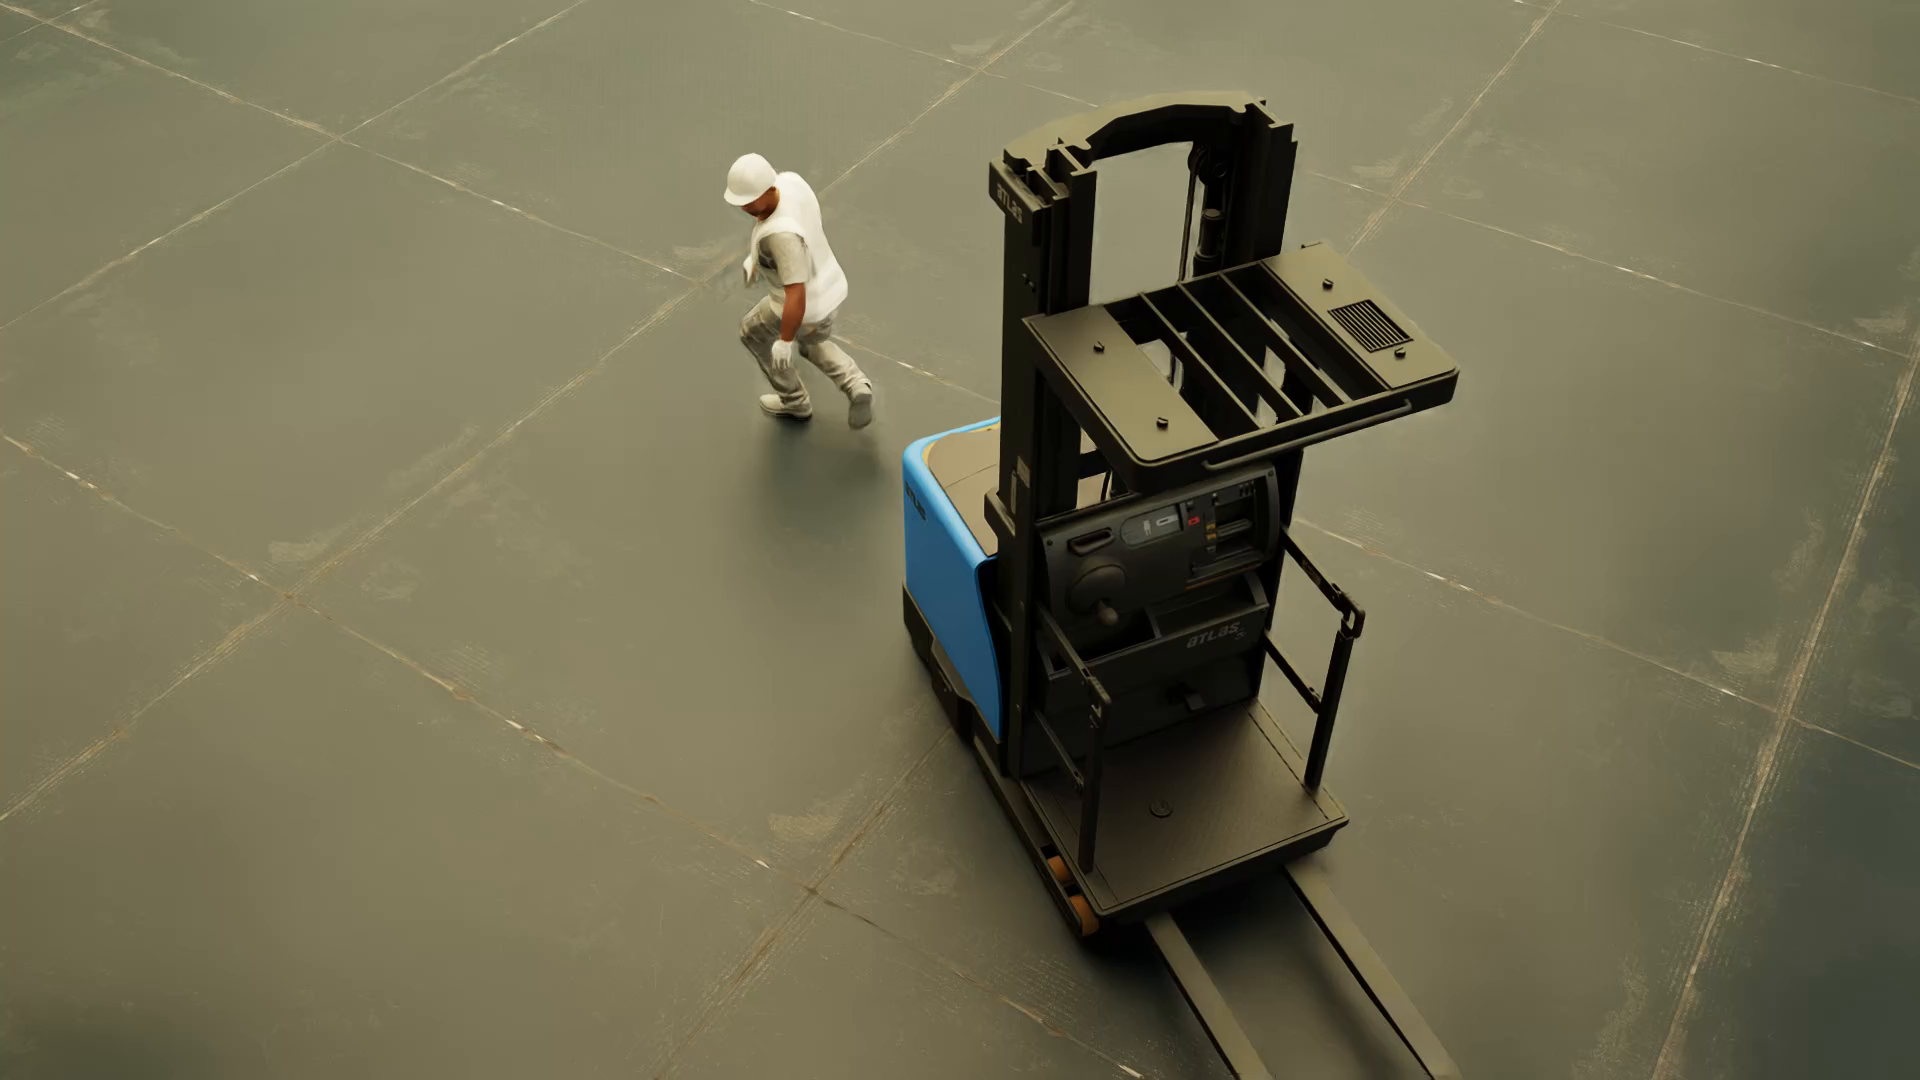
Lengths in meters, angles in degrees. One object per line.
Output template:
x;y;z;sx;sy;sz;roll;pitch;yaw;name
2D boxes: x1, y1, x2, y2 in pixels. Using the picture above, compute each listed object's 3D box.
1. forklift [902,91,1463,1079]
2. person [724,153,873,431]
0.807;0.110;5.733;1.130;2.935;3.031;-17;46;-17;forklift
-0.819;-1.181;8.118;0.827;1.550;0.679;20;47;20;person
